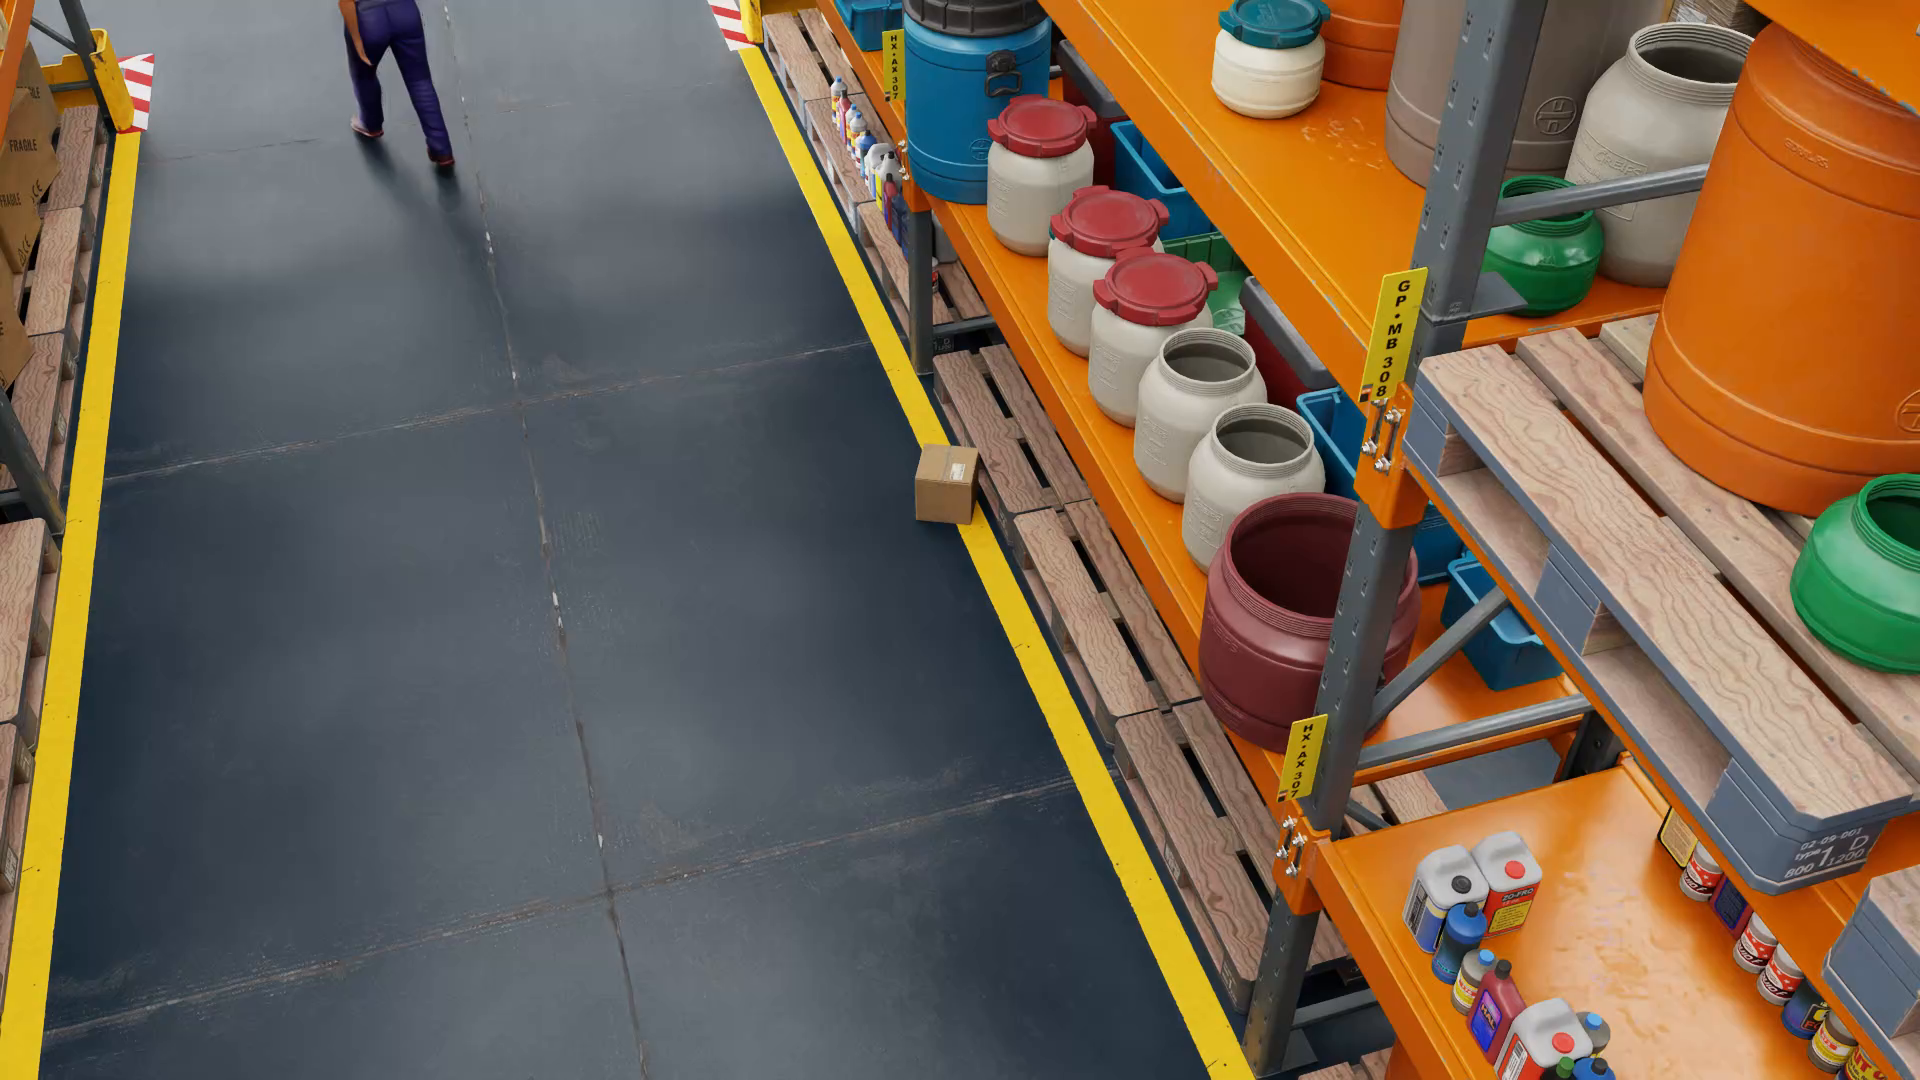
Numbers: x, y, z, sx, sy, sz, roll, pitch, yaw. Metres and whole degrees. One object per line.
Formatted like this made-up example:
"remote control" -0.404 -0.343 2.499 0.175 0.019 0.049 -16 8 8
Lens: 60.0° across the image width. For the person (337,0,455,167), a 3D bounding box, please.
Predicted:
"person" -3.279 -2.951 9.377 0.495 1.598 0.943 -27 49 -26
